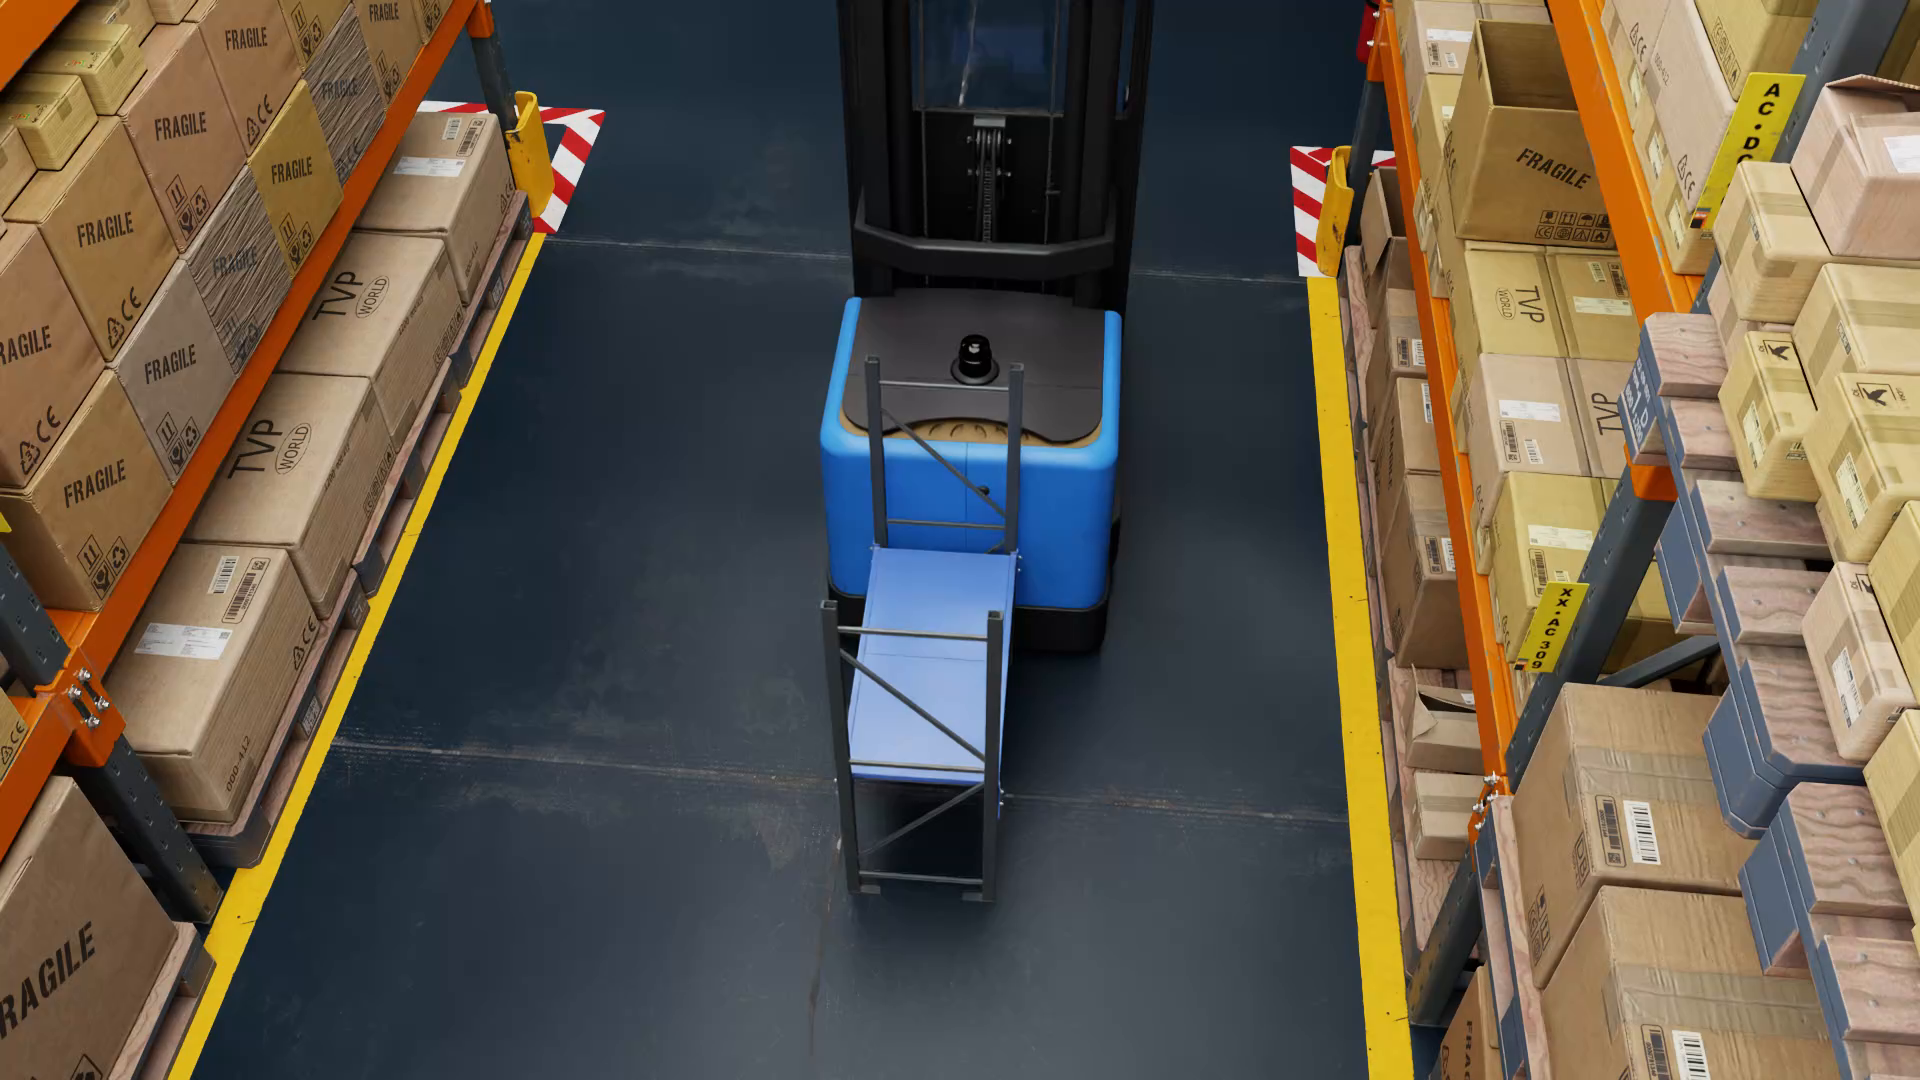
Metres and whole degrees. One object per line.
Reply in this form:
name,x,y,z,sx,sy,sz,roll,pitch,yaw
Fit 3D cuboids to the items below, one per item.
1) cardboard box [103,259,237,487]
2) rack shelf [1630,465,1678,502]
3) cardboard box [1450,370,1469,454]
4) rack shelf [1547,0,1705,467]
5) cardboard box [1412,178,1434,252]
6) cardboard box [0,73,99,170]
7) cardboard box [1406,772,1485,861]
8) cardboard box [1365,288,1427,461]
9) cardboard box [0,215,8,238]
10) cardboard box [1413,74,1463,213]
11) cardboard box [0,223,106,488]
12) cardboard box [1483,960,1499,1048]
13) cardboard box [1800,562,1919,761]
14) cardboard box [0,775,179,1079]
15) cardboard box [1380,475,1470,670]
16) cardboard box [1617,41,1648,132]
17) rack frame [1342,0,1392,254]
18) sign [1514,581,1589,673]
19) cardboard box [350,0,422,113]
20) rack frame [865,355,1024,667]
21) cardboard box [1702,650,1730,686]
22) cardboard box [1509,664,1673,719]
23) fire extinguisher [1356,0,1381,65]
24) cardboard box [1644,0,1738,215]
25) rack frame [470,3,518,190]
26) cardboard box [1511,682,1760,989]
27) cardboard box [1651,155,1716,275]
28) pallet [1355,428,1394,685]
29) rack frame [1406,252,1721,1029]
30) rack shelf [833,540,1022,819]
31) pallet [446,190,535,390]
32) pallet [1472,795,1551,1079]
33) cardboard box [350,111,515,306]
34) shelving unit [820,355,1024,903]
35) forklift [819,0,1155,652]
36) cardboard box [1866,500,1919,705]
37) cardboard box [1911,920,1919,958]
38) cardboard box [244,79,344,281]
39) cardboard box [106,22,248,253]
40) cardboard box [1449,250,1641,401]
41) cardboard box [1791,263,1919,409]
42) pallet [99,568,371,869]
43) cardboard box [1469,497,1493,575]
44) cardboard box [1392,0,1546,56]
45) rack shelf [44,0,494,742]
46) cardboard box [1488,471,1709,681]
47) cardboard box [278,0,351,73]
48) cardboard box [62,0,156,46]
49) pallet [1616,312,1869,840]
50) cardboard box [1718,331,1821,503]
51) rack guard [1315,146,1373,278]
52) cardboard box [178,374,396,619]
cardboard box,-2.647,-0.530,5.134,0.500,0.500,0.500,4,48,4
rack shelf,1.760,1.232,2.045,1.077,0.370,4.000,4,48,4
cardboard box,1.768,-0.401,5.254,0.380,0.149,0.250,3,48,3
rack shelf,2.125,-1.707,4.734,1.077,0.370,4.000,4,48,4
cardboard box,1.837,-1.156,5.945,0.380,0.149,0.250,3,48,2
cardboard box,-2.641,-1.162,4.595,0.380,0.149,0.250,4,48,3
cardboard box,1.701,0.923,5.520,0.380,0.149,0.250,3,48,2
cardboard box,2.040,-0.637,6.709,0.700,0.500,0.500,6,48,5
cardboard box,-2.706,-0.793,4.258,0.380,0.149,0.250,5,48,4
cardboard box,1.909,-1.399,5.897,0.500,0.250,0.500,3,48,3
cardboard box,-2.716,-0.504,4.433,0.500,0.500,0.500,4,48,4
cardboard box,1.645,1.261,4.534,0.380,0.149,0.250,6,48,5
cardboard box,1.428,0.182,2.336,0.380,0.149,0.250,4,48,4
cardboard box,-2.977,1.237,4.741,0.875,0.875,0.875,5,48,5
cardboard box,1.946,0.126,6.011,0.700,0.500,0.500,2,48,2
cardboard box,1.740,-1.056,3.821,0.380,0.149,0.250,5,48,5
rack frame,2.307,-2.407,6.919,1.000,3.000,0.127,4,48,4
sign,1.402,0.209,3.940,0.100,0.325,0.005,4,48,4
cardboard box,-2.477,-2.032,6.508,0.500,0.500,0.500,3,48,3
rack frame,-0.050,-0.051,5.781,0.500,1.500,0.032,3,48,3
cardboard box,2.257,0.136,4.493,0.500,0.250,0.500,3,48,3
cardboard box,1.720,0.365,4.553,0.380,0.149,0.250,4,48,4
fire extinguisher,1.860,-2.395,7.213,0.296,0.674,0.183,4,48,4
cardboard box,1.737,-0.902,3.409,0.500,0.250,0.500,4,48,4
rack frame,-2.636,-2.739,7.222,1.000,3.000,0.127,4,48,4
cardboard box,1.676,0.697,3.728,0.700,0.500,0.500,5,48,5
cardboard box,1.681,-0.680,3.476,0.380,0.149,0.250,4,48,3
pallet,2.115,0.070,6.544,1.003,0.211,1.213,4,48,4
rack frame,1.943,0.532,4.231,1.000,3.000,0.127,4,48,4
rack shelf,-0.091,0.444,5.571,0.538,0.185,1.000,3,48,3
pallet,-2.631,-1.205,7.709,1.003,0.211,1.213,4,48,4
pallet,1.761,1.177,3.771,1.003,0.211,1.213,4,48,4
cardboard box,-2.597,-1.524,7.563,0.875,0.438,0.875,2,48,2
shelving unit,-0.091,0.323,5.439,0.538,1.500,1.048,3,48,3
forklift,0.142,-1.657,6.279,1.130,2.935,3.031,3,48,3
cardboard box,1.463,0.094,2.215,0.380,0.149,0.250,3,48,3
cardboard box,1.397,0.558,1.992,0.380,0.149,0.250,5,48,4
cardboard box,-2.548,-1.273,5.814,0.500,0.500,0.500,5,48,5
cardboard box,-2.606,-1.250,5.116,0.500,0.500,0.500,5,48,4
cardboard box,1.836,-0.643,5.206,0.500,0.250,0.500,4,48,3
cardboard box,1.525,-0.281,2.558,0.380,0.149,0.250,5,48,4
pallet,-2.853,0.588,6.069,1.003,0.211,1.213,4,48,4
cardboard box,1.722,-0.020,4.906,0.380,0.149,0.250,5,48,5
cardboard box,1.998,-2.142,6.576,0.500,0.250,0.500,4,48,4
rack shelf,-2.818,-1.026,6.143,1.077,0.370,4.000,4,48,4
cardboard box,1.746,0.092,4.534,0.500,0.250,0.500,5,48,5
cardboard box,-2.510,-1.990,5.792,0.500,0.500,0.500,4,48,3
cardboard box,-2.647,-1.546,4.946,0.380,0.149,0.250,4,48,3
pallet,1.813,0.057,2.759,1.213,0.211,1.003,4,48,4
cardboard box,1.461,-0.191,2.677,0.380,0.149,0.250,4,48,4
rack guard,2.300,-1.508,7.790,1.175,0.500,0.348,4,48,4
cardboard box,-2.756,-0.188,6.341,0.875,0.438,0.875,3,48,2
